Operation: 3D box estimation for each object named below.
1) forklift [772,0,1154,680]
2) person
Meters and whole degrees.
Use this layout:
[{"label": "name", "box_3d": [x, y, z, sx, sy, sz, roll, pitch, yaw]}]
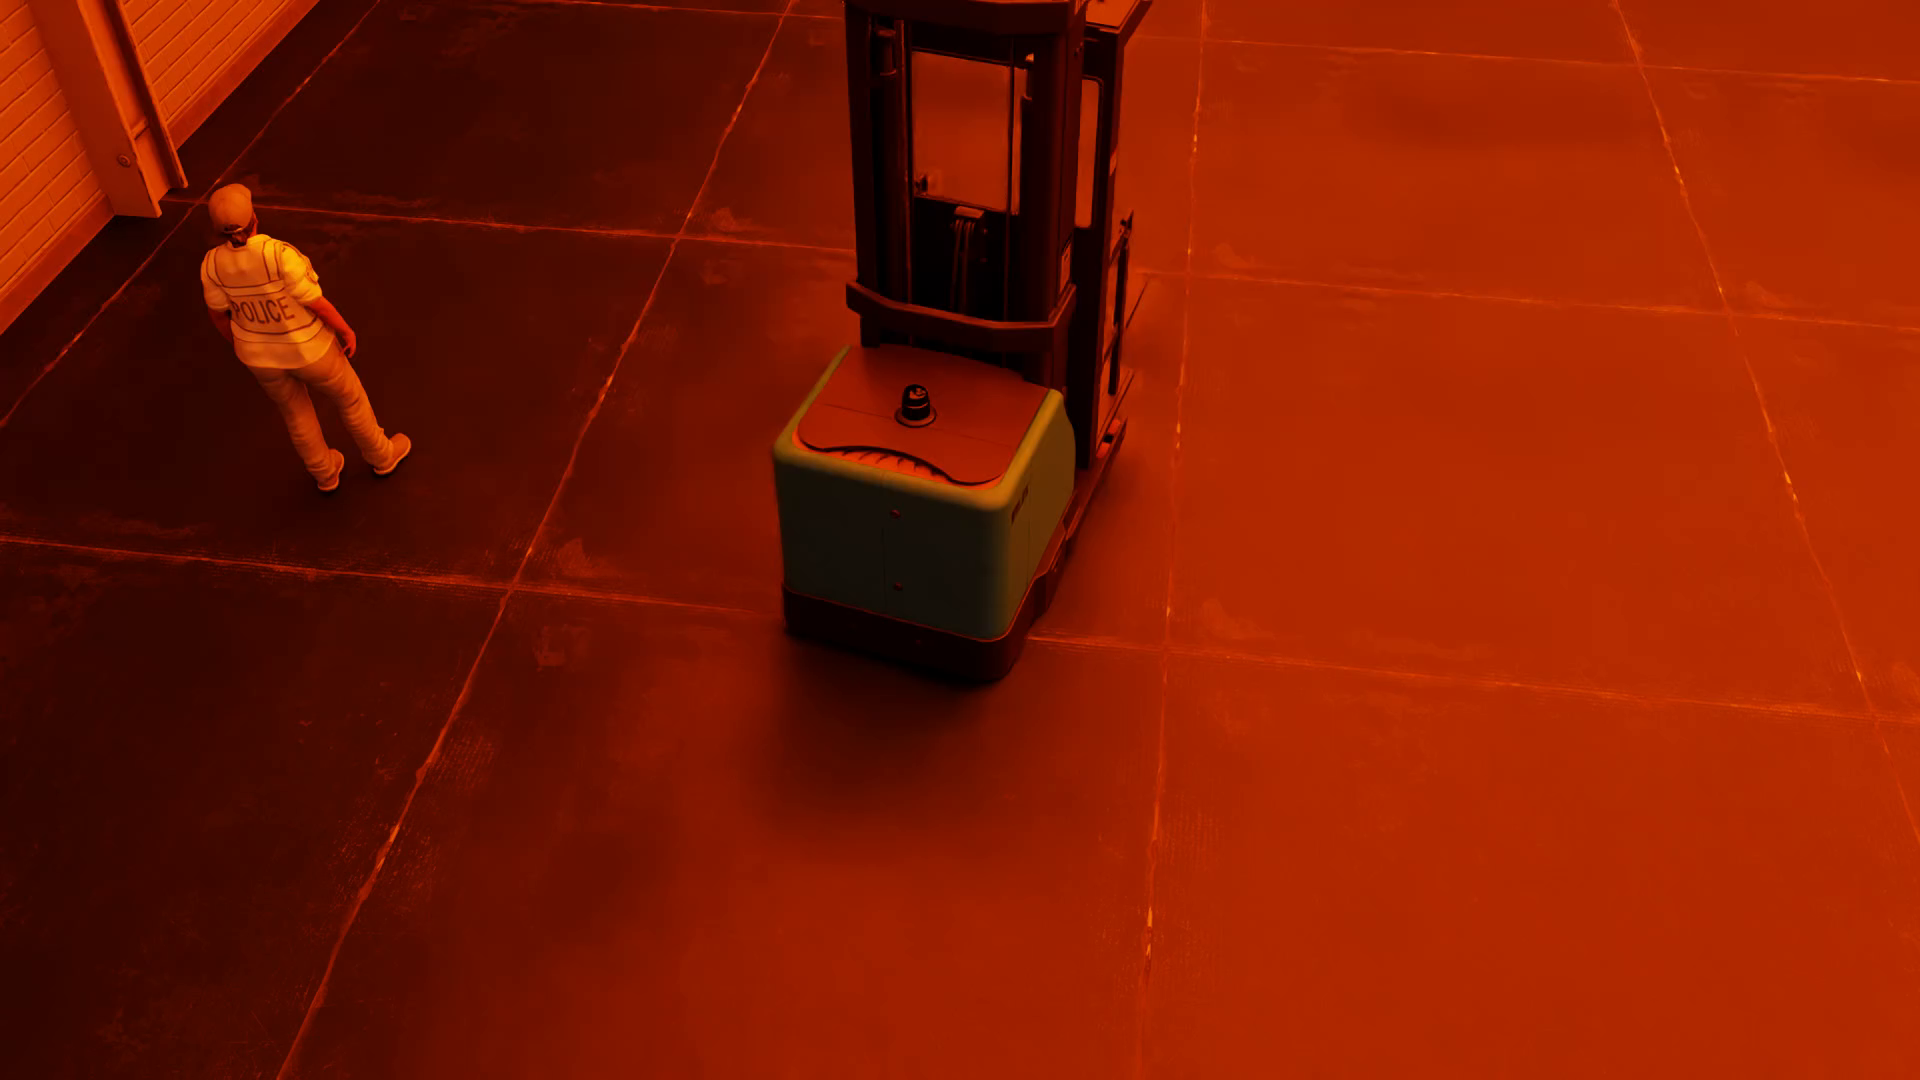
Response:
[{"label": "forklift", "box_3d": [0.197, -1.487, 7.343, 1.130, 2.935, 3.031, 14, 44, 14]}, {"label": "person", "box_3d": [-3.055, -0.939, 7.671, 0.596, 1.669, 0.531, -2, 43, -2]}]
